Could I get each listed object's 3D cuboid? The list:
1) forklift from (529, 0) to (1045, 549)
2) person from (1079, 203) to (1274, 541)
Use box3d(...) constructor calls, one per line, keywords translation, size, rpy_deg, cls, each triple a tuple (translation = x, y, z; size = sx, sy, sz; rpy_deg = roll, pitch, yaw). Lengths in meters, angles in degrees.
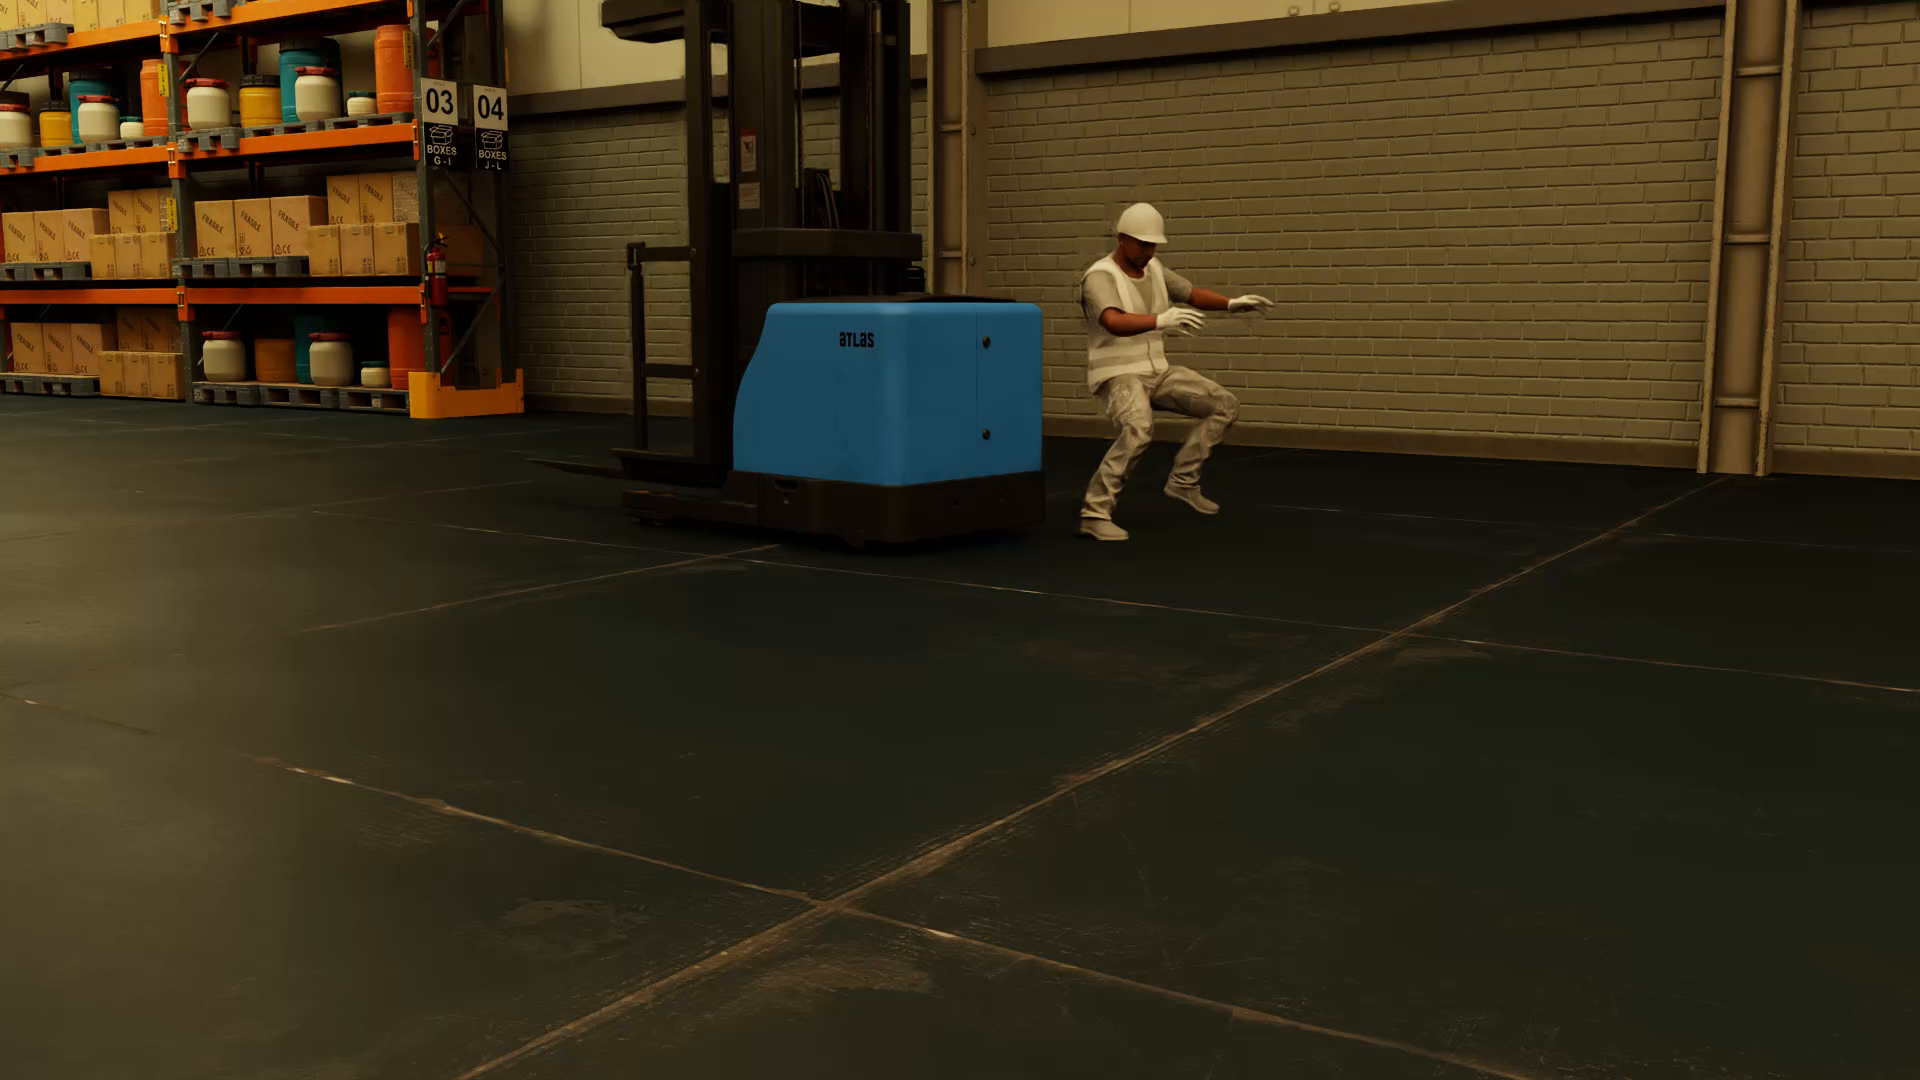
box3d(translation=(-1.029, -1.561, 8.171), size=(3.031, 2.935, 1.130), rpy_deg=(7, 11, 42), cls="forklift")
box3d(translation=(0.961, -0.814, 7.878), size=(1.043, 1.543, 0.788), rpy_deg=(-7, 11, -41), cls="person")
